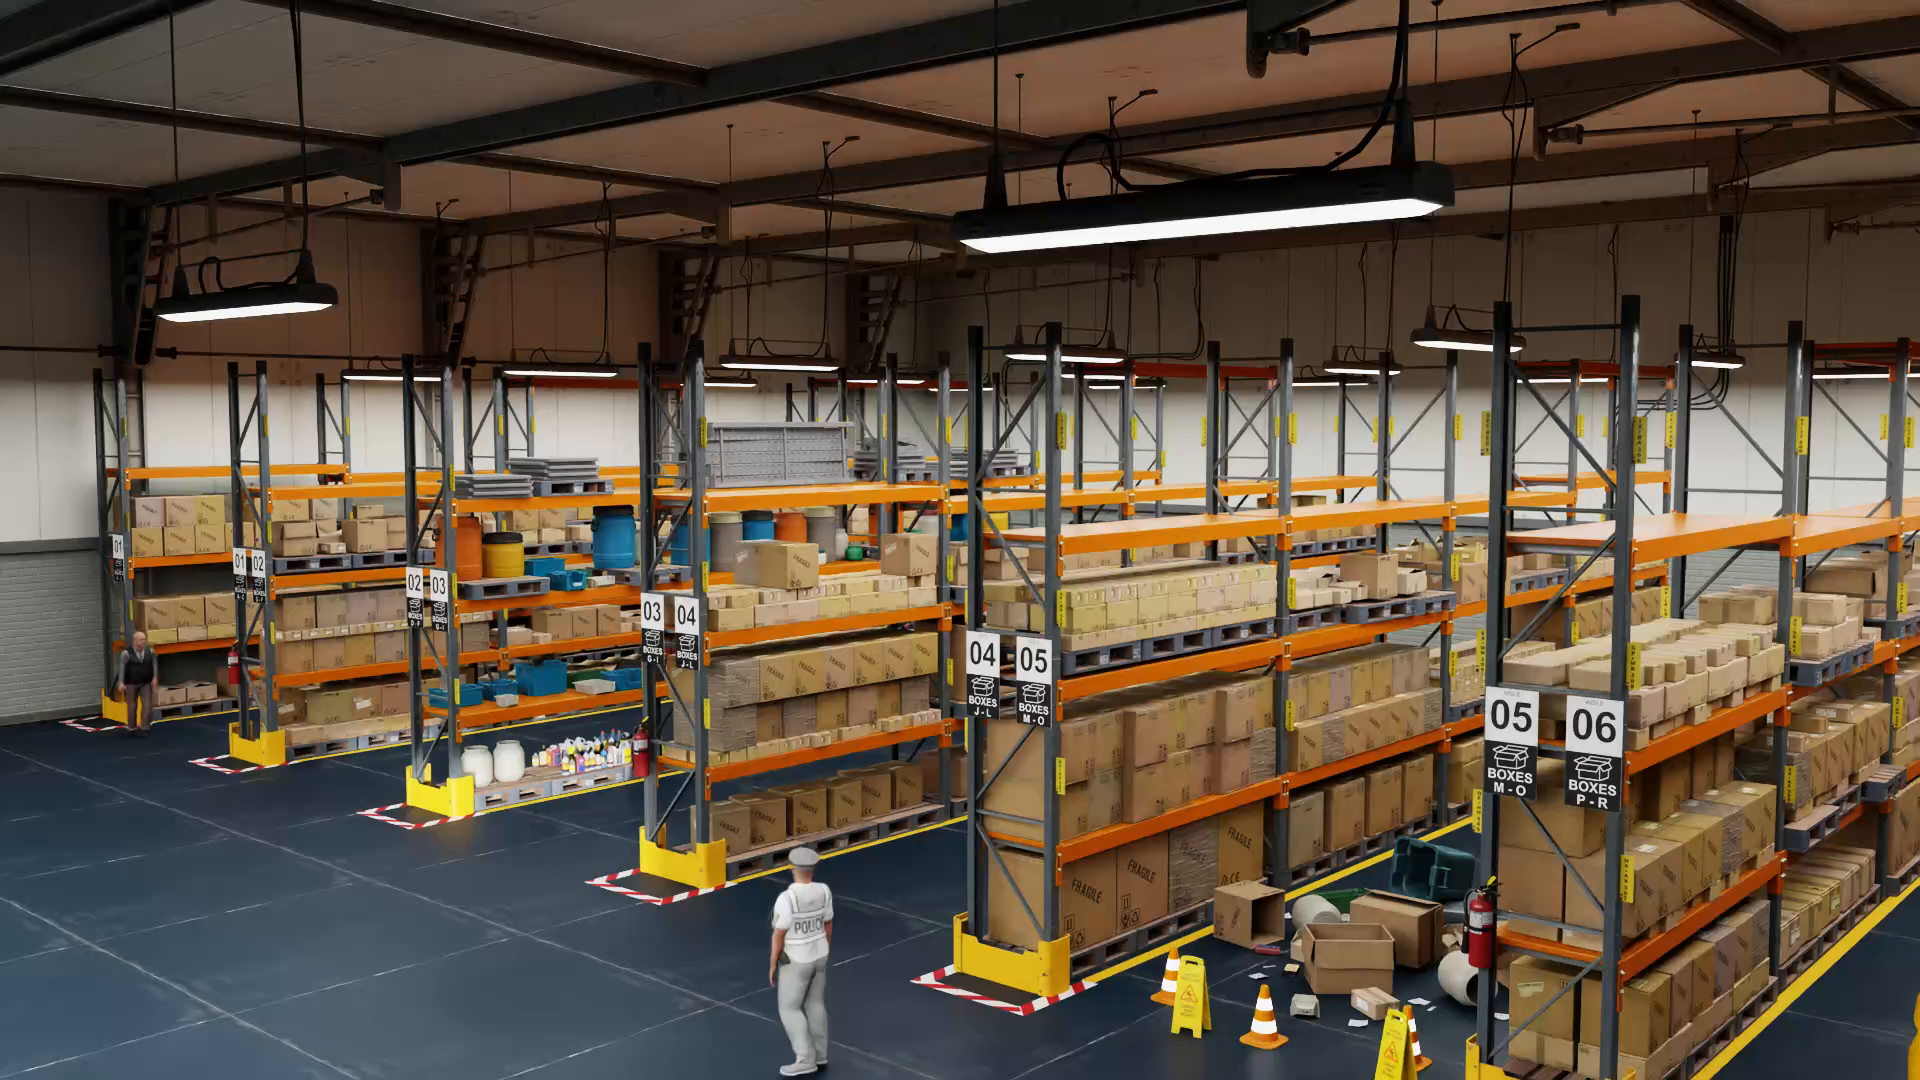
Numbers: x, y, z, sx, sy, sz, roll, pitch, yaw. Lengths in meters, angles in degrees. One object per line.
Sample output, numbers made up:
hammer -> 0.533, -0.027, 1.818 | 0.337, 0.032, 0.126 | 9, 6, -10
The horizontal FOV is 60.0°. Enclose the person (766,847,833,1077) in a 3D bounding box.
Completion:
person -> -1.255, 3.319, 13.165 | 0.452, 1.781, 0.603 | 2, 5, 31

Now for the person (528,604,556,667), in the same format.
person -> -8.246, 1.939, 33.007 | 0.664, 1.565, 0.560 | -1, 4, -8

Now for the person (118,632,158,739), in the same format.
person -> -13.269, 2.333, 26.860 | 0.584, 1.727, 0.413 | -3, 5, -38
